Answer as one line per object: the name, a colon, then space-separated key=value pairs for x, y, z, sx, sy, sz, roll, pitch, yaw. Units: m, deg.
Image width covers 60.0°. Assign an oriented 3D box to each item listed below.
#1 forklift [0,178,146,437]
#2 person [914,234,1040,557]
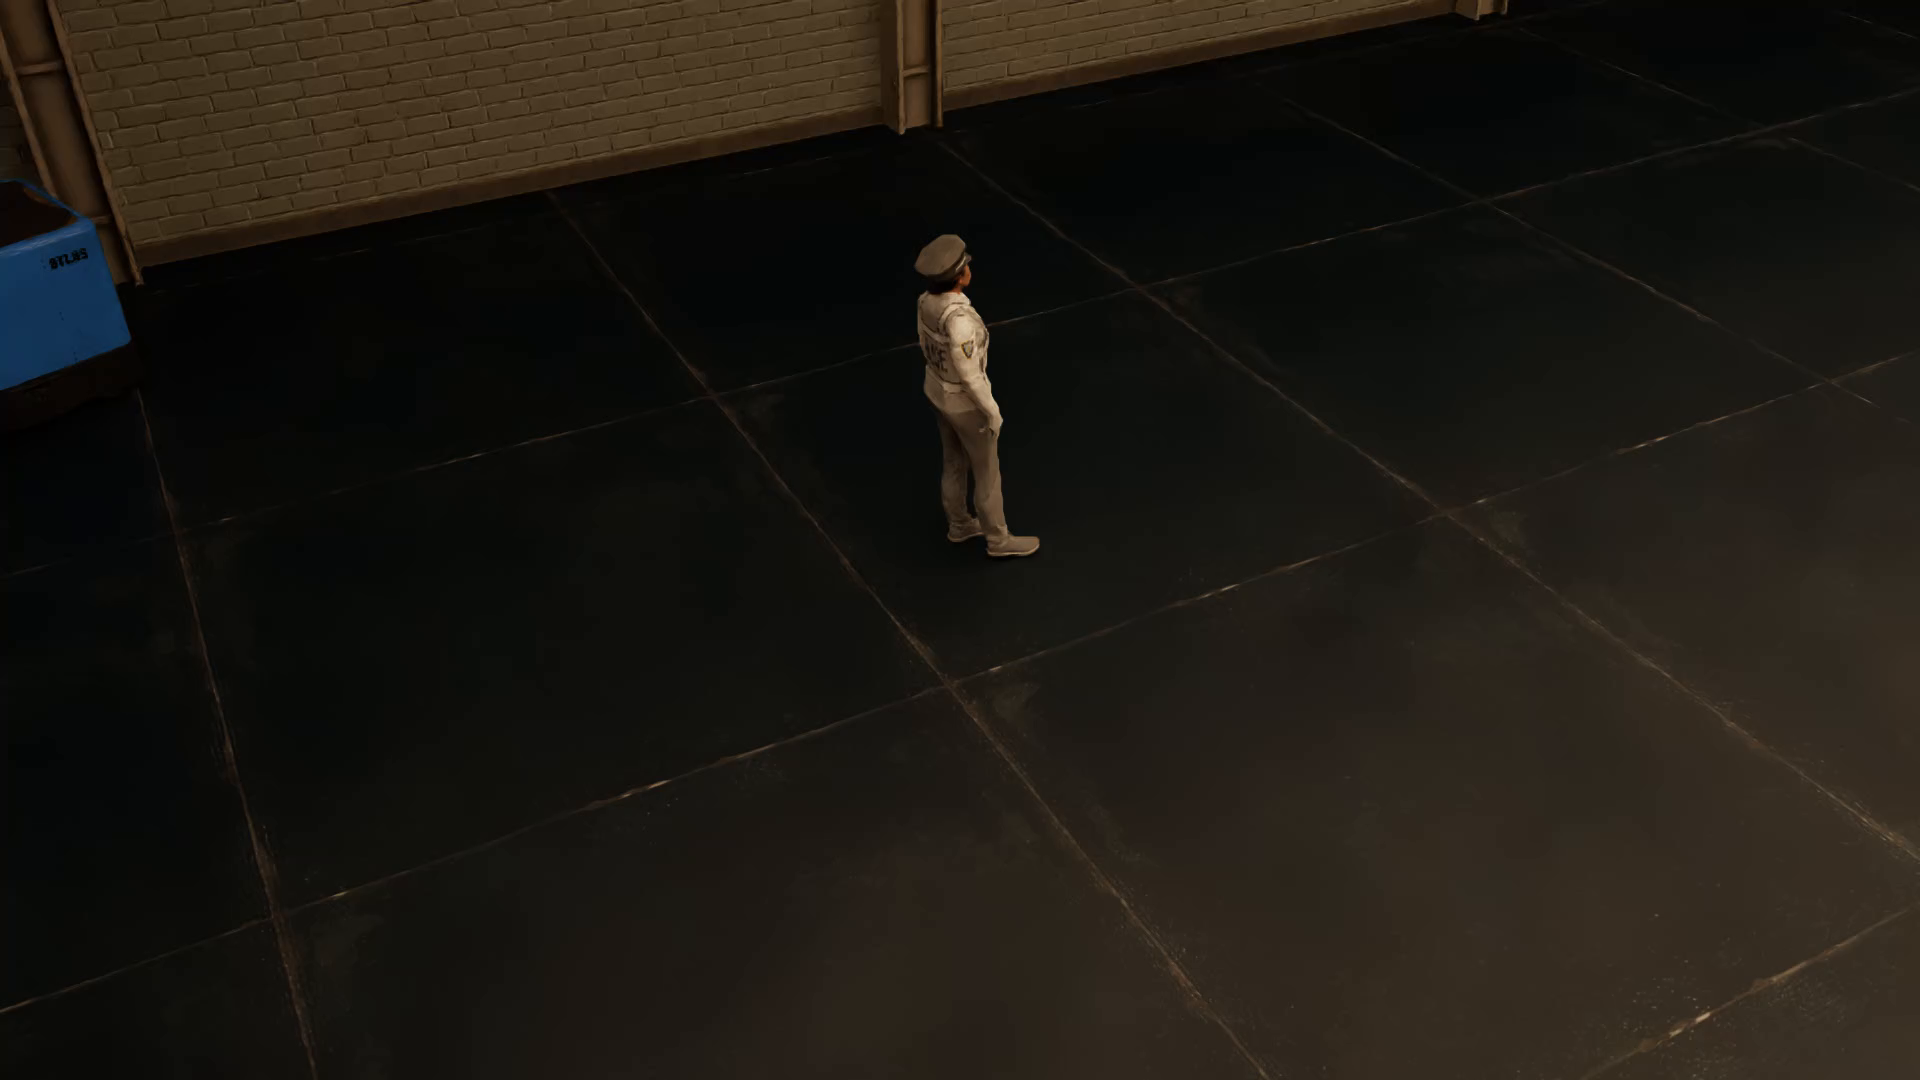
forklift: x=-6.222 y=-1.669 z=8.484 sx=1.130 sy=2.935 sz=3.031 roll=27 pitch=44 yaw=33
person: x=0.063 y=-0.713 z=8.190 sx=0.532 sy=1.695 sz=0.586 roll=-17 pitch=39 yaw=-23
